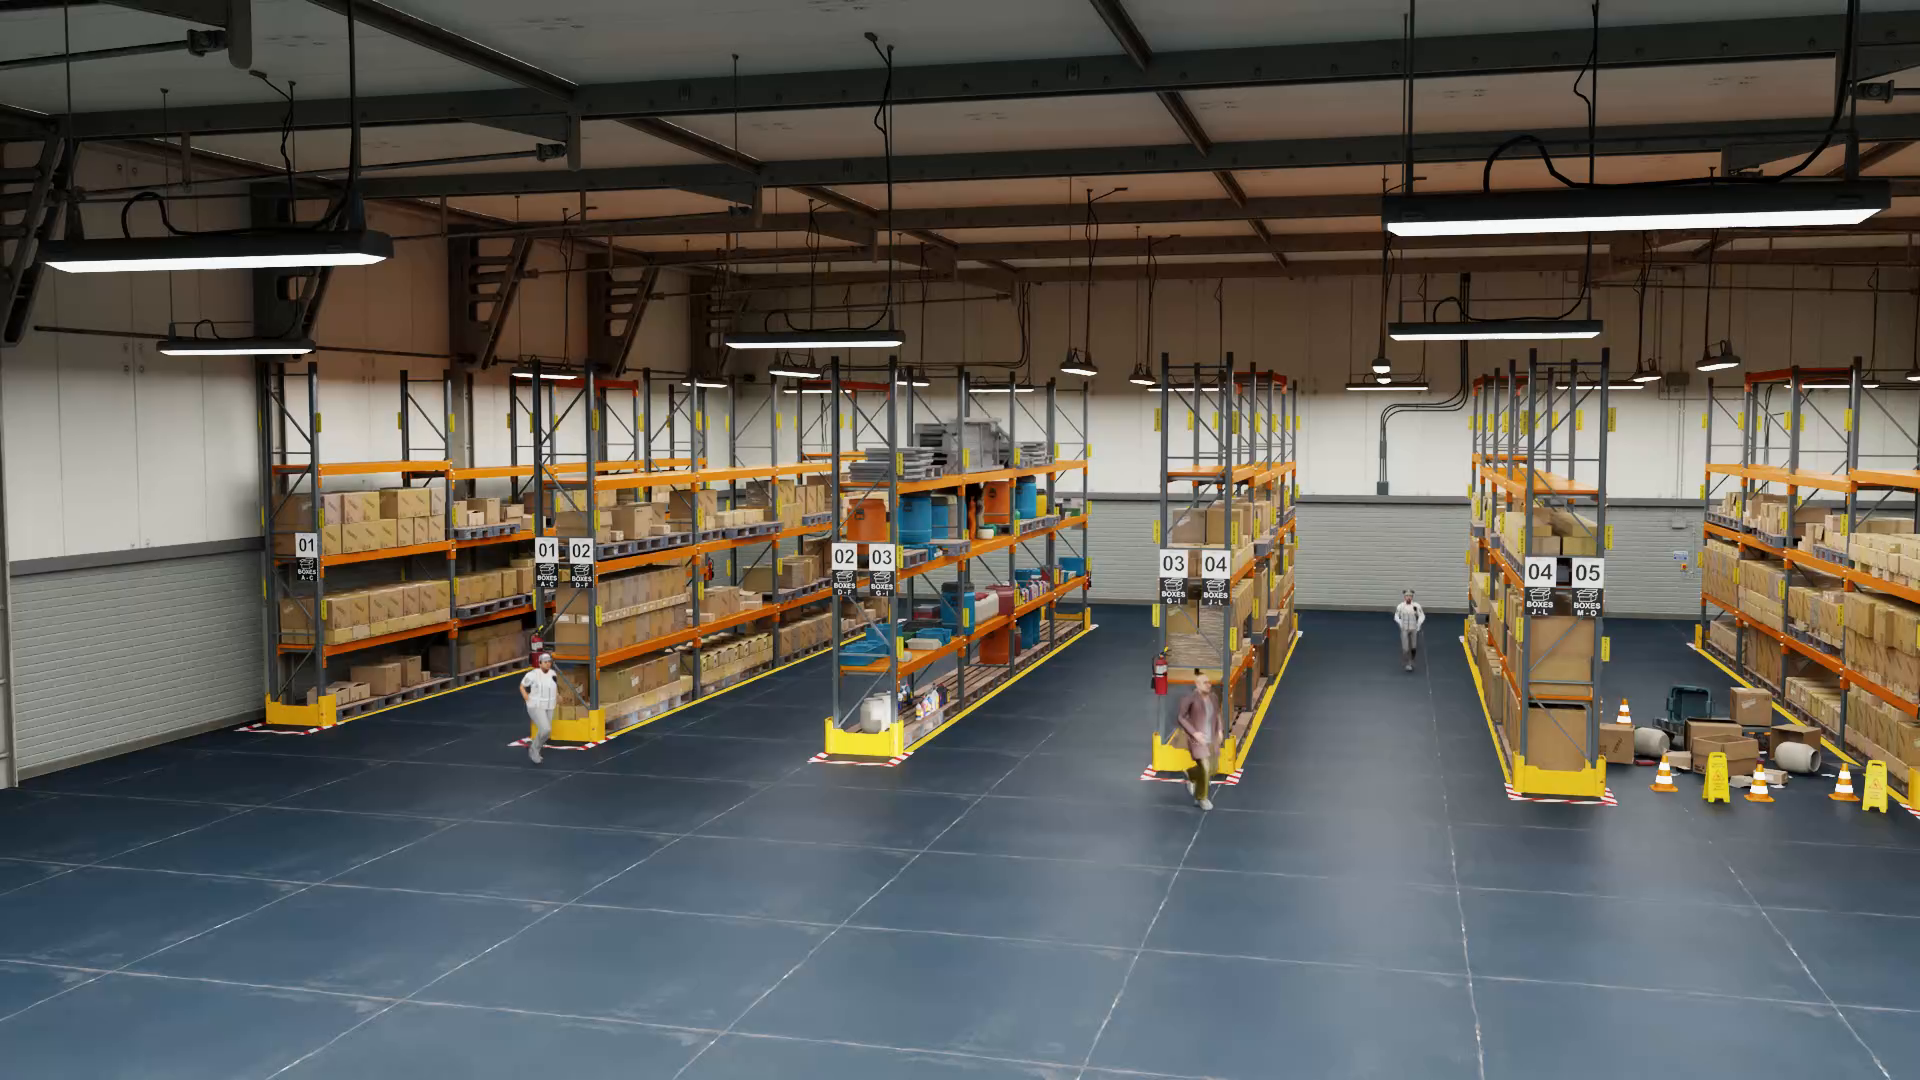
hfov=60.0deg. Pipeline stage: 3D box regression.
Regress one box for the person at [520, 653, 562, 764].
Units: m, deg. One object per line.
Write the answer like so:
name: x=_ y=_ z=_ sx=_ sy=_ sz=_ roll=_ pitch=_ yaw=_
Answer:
person: x=-6.143 y=2.471 z=24.457 sx=0.719 sy=1.623 sz=0.537 roll=3 pitch=5 yaw=39

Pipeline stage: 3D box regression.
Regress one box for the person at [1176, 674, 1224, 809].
person: x=3.122 y=2.610 z=21.788 sx=0.724 sy=1.738 sz=0.673 roll=-3 pitch=5 yaw=-32

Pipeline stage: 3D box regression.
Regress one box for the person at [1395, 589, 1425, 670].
person: x=9.057 y=1.814 z=33.518 sx=0.589 sy=1.648 sz=0.528 roll=1 pitch=4 yaw=16
